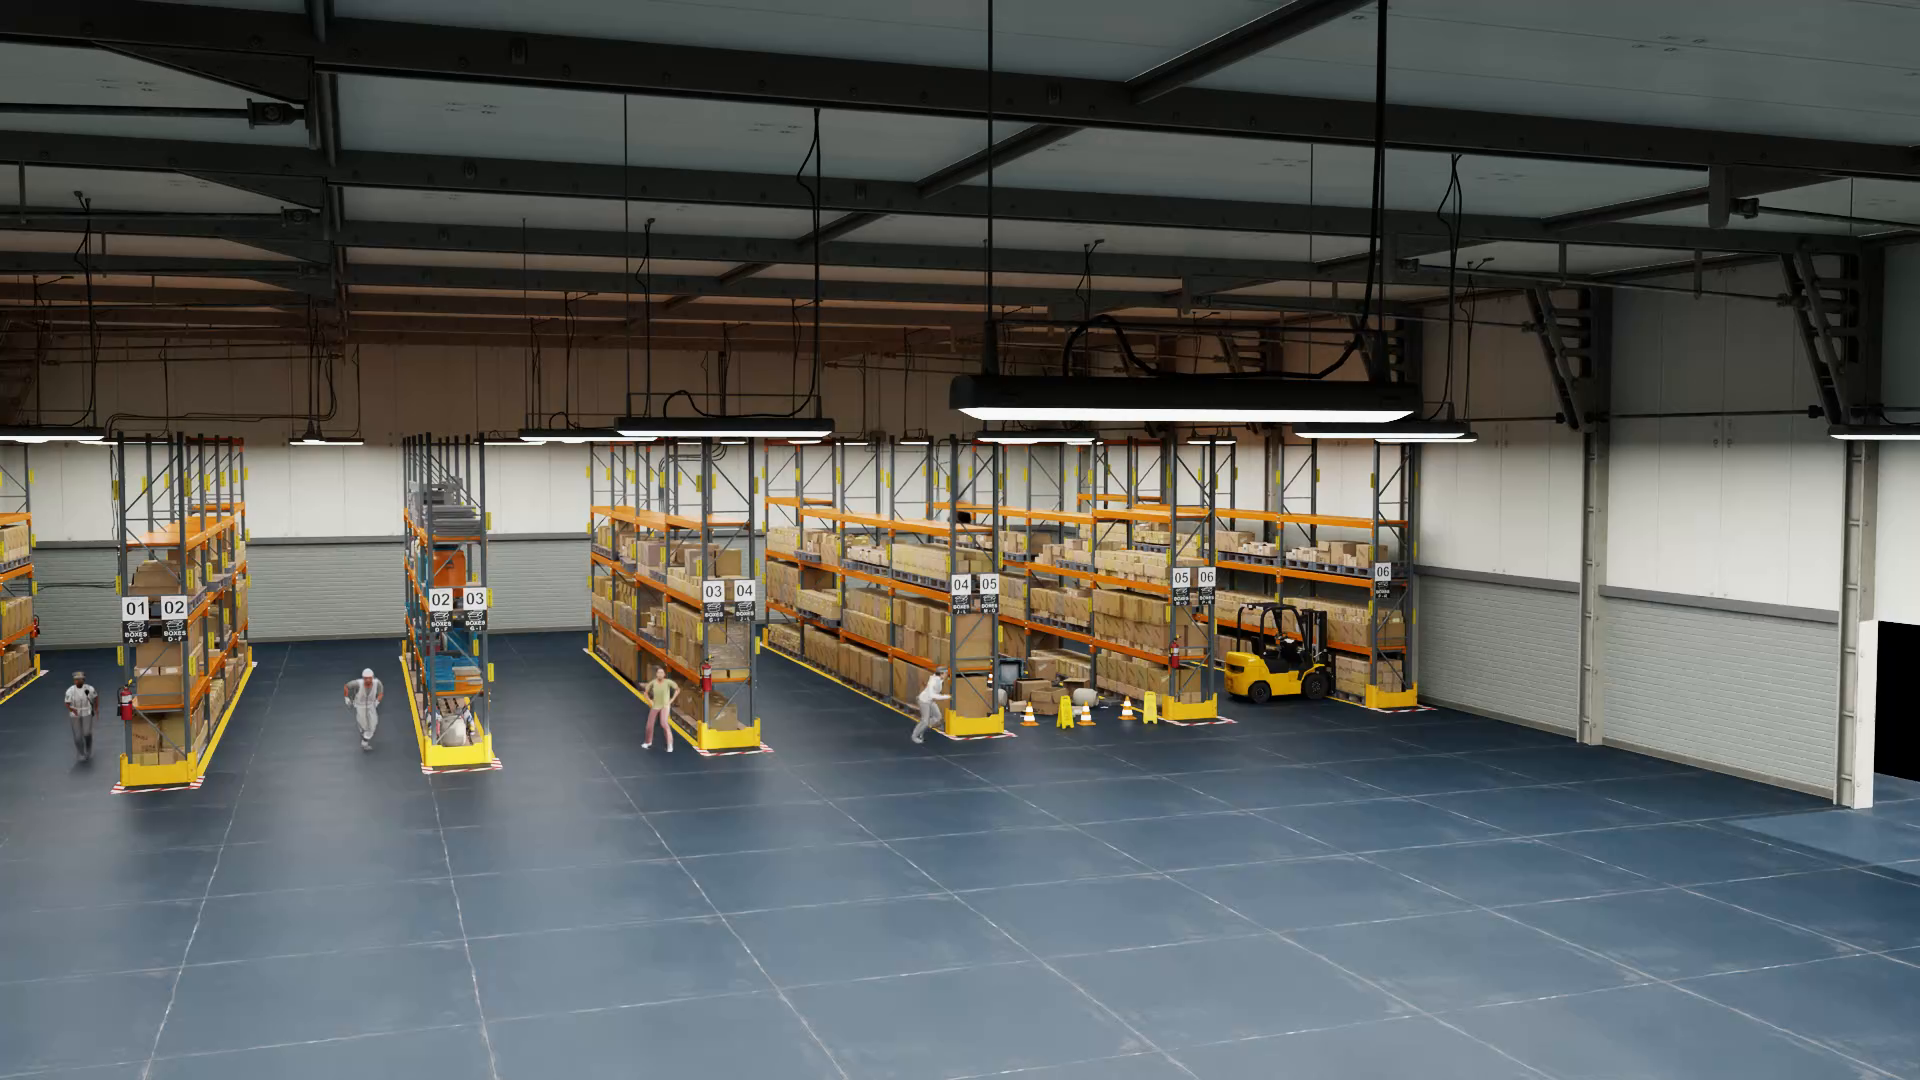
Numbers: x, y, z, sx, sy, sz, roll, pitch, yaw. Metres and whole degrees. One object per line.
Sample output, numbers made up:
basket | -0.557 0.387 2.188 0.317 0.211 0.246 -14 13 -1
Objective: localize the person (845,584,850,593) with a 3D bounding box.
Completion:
person | -3.302 2.183 48.385 0.676 1.823 0.835 -2 4 -27

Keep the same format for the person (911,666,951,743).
person | -0.545 3.181 32.281 0.836 1.504 0.637 1 3 17

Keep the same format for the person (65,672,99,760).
person | -16.015 3.210 30.335 0.551 1.648 0.664 -2 4 -27

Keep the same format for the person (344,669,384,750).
person | -11.231 3.195 31.341 0.694 1.591 0.827 -2 4 -29

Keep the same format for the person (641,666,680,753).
person | -5.666 3.180 31.378 0.749 1.619 0.697 0 3 0
